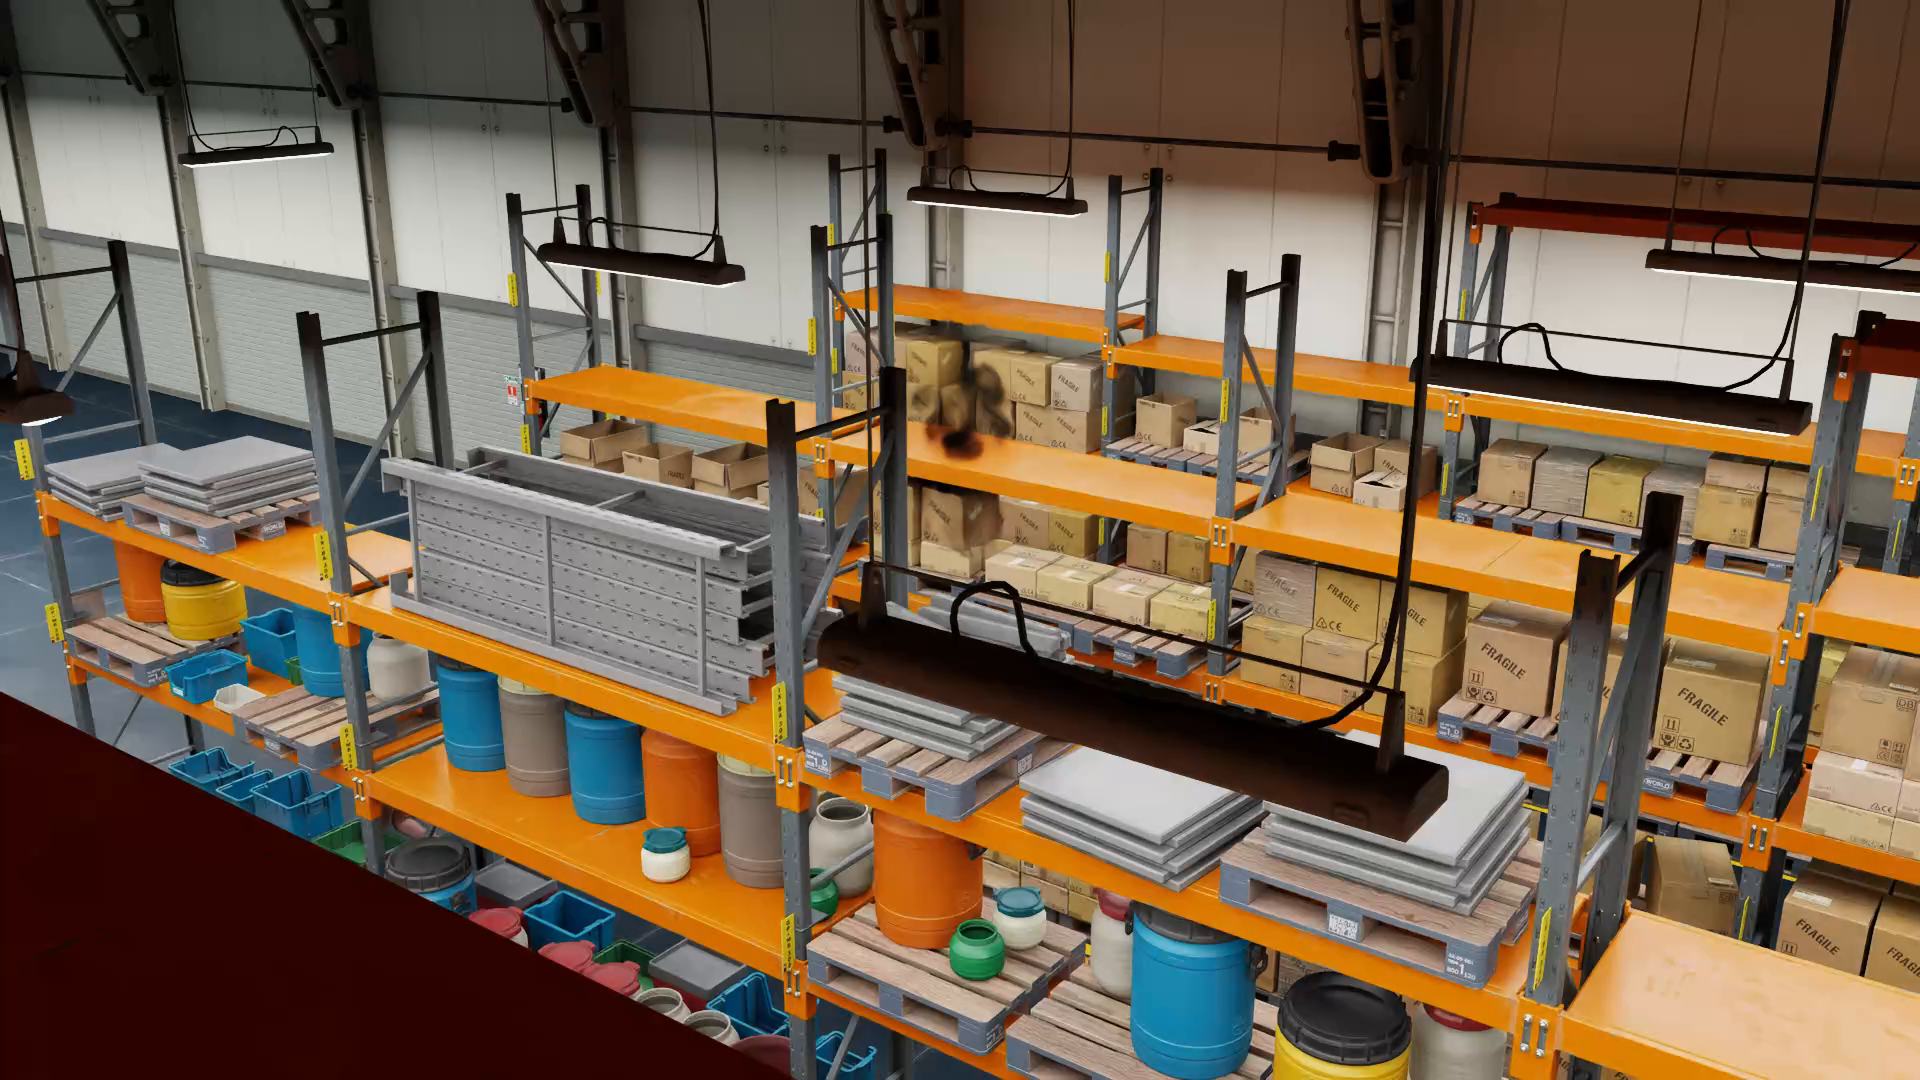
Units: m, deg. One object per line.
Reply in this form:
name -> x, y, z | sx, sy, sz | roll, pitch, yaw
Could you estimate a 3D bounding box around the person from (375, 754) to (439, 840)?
person -> -5.258, 2.356, 15.472 | 0.924, 1.650, 0.579 | 7, 20, 20
